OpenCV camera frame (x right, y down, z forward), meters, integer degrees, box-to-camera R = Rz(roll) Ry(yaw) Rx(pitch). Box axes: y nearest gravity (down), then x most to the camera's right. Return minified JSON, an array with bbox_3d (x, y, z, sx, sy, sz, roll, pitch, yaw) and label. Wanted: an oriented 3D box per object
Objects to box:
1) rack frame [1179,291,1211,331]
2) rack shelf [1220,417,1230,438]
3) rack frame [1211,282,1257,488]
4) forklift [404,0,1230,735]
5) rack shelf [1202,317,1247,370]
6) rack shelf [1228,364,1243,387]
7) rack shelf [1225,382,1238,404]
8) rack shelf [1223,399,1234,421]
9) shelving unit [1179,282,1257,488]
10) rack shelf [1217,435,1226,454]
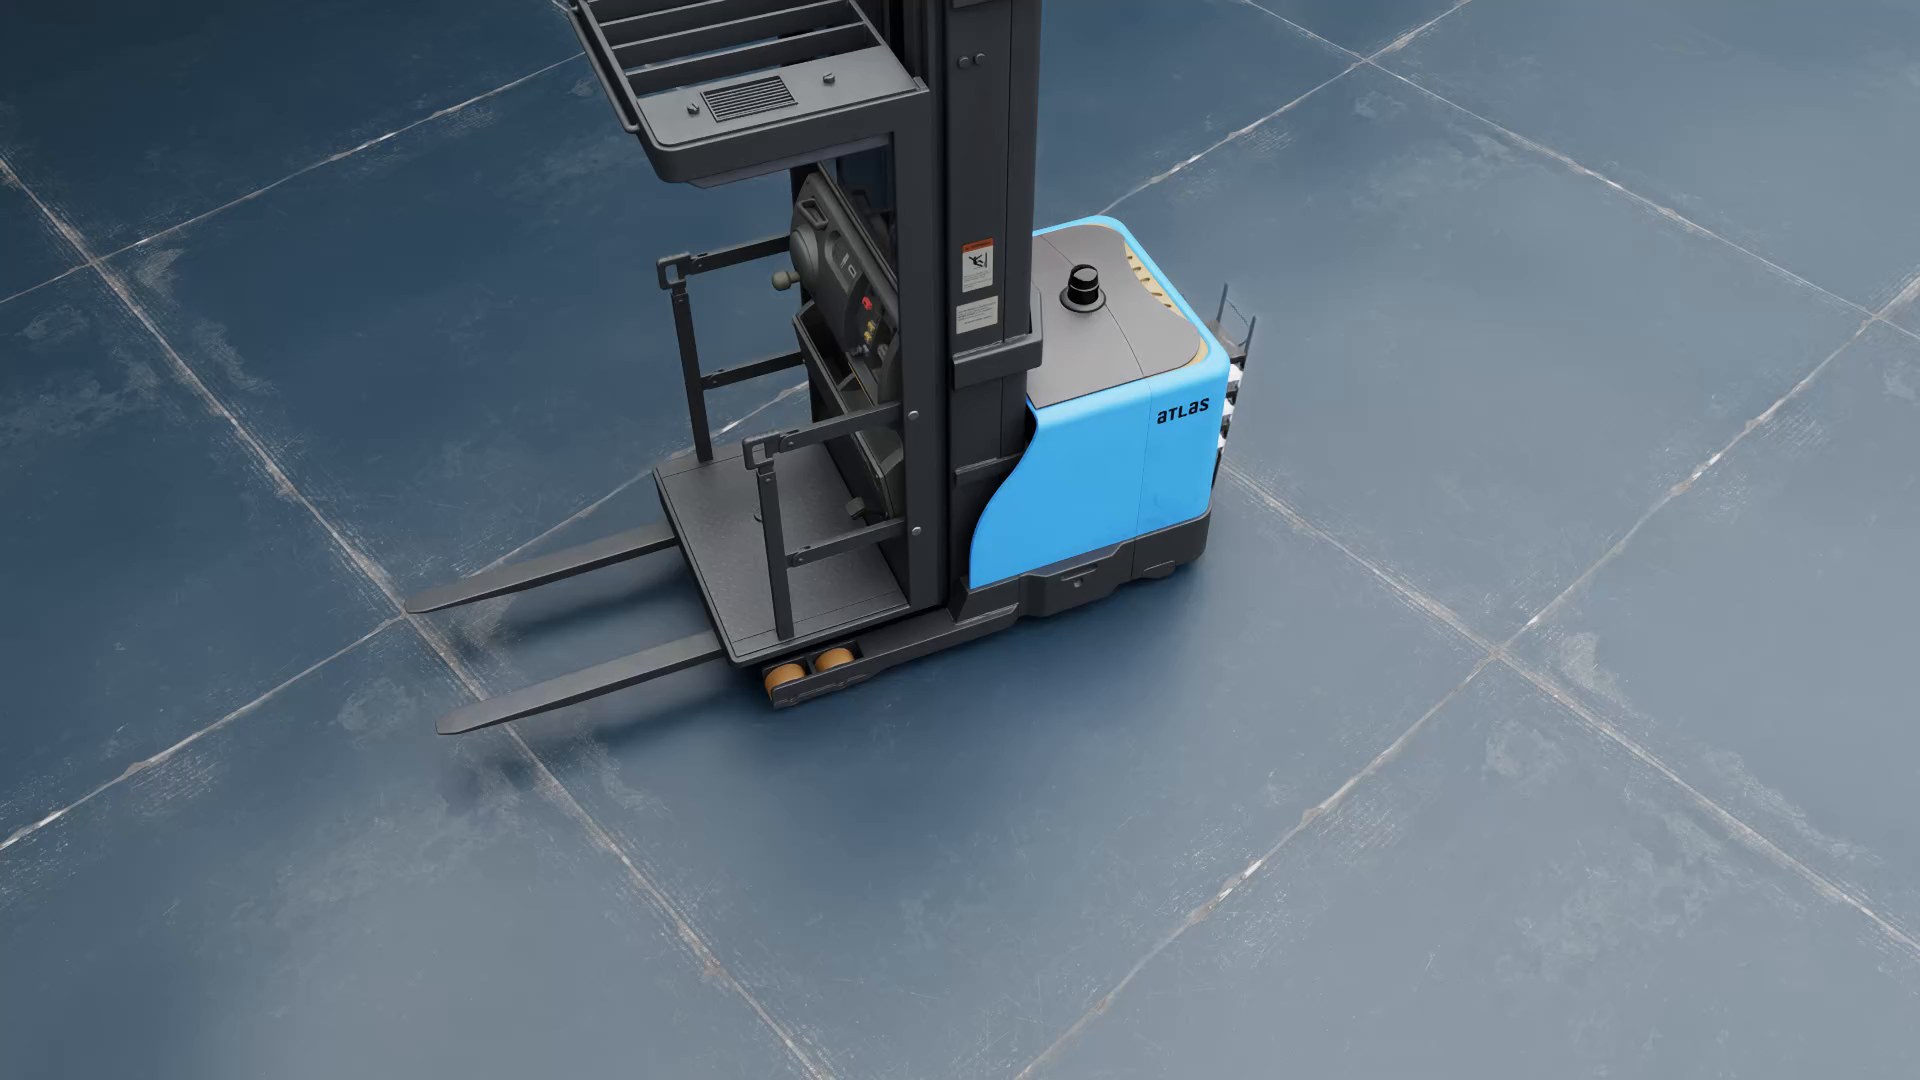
[{"bbox_3d":[0.868,-0.569,6.695,0.006,0.900,0.240,-14,49,-19],"label":"rack frame"},{"bbox_3d":[0.953,-0.506,6.816,0.200,0.077,0.258,-14,49,-19],"label":"rack shelf"},{"bbox_3d":[1.055,-0.616,6.761,0.006,0.900,0.240,-14,49,-19],"label":"rack frame"},{"bbox_3d":[-0.577,-0.815,5.561,3.031,2.935,1.130,-17,50,-15],"label":"forklift"},{"bbox_3d":[0.979,-0.758,6.559,0.200,0.077,0.258,-14,49,-19],"label":"rack shelf"},{"bbox_3d":[0.972,-0.695,6.624,0.200,0.077,0.258,-14,49,-19],"label":"rack shelf"},{"bbox_3d":[0.966,-0.632,6.688,0.200,0.077,0.258,-14,49,-19],"label":"rack shelf"},{"bbox_3d":[0.959,-0.569,6.752,0.200,0.077,0.258,-14,49,-19],"label":"rack shelf"},{"bbox_3d":[0.962,-0.592,6.728,0.210,0.900,0.258,-14,49,-19],"label":"shelving unit"},{"bbox_3d":[0.946,-0.443,6.880,0.200,0.077,0.258,-14,49,-19],"label":"rack shelf"}]
